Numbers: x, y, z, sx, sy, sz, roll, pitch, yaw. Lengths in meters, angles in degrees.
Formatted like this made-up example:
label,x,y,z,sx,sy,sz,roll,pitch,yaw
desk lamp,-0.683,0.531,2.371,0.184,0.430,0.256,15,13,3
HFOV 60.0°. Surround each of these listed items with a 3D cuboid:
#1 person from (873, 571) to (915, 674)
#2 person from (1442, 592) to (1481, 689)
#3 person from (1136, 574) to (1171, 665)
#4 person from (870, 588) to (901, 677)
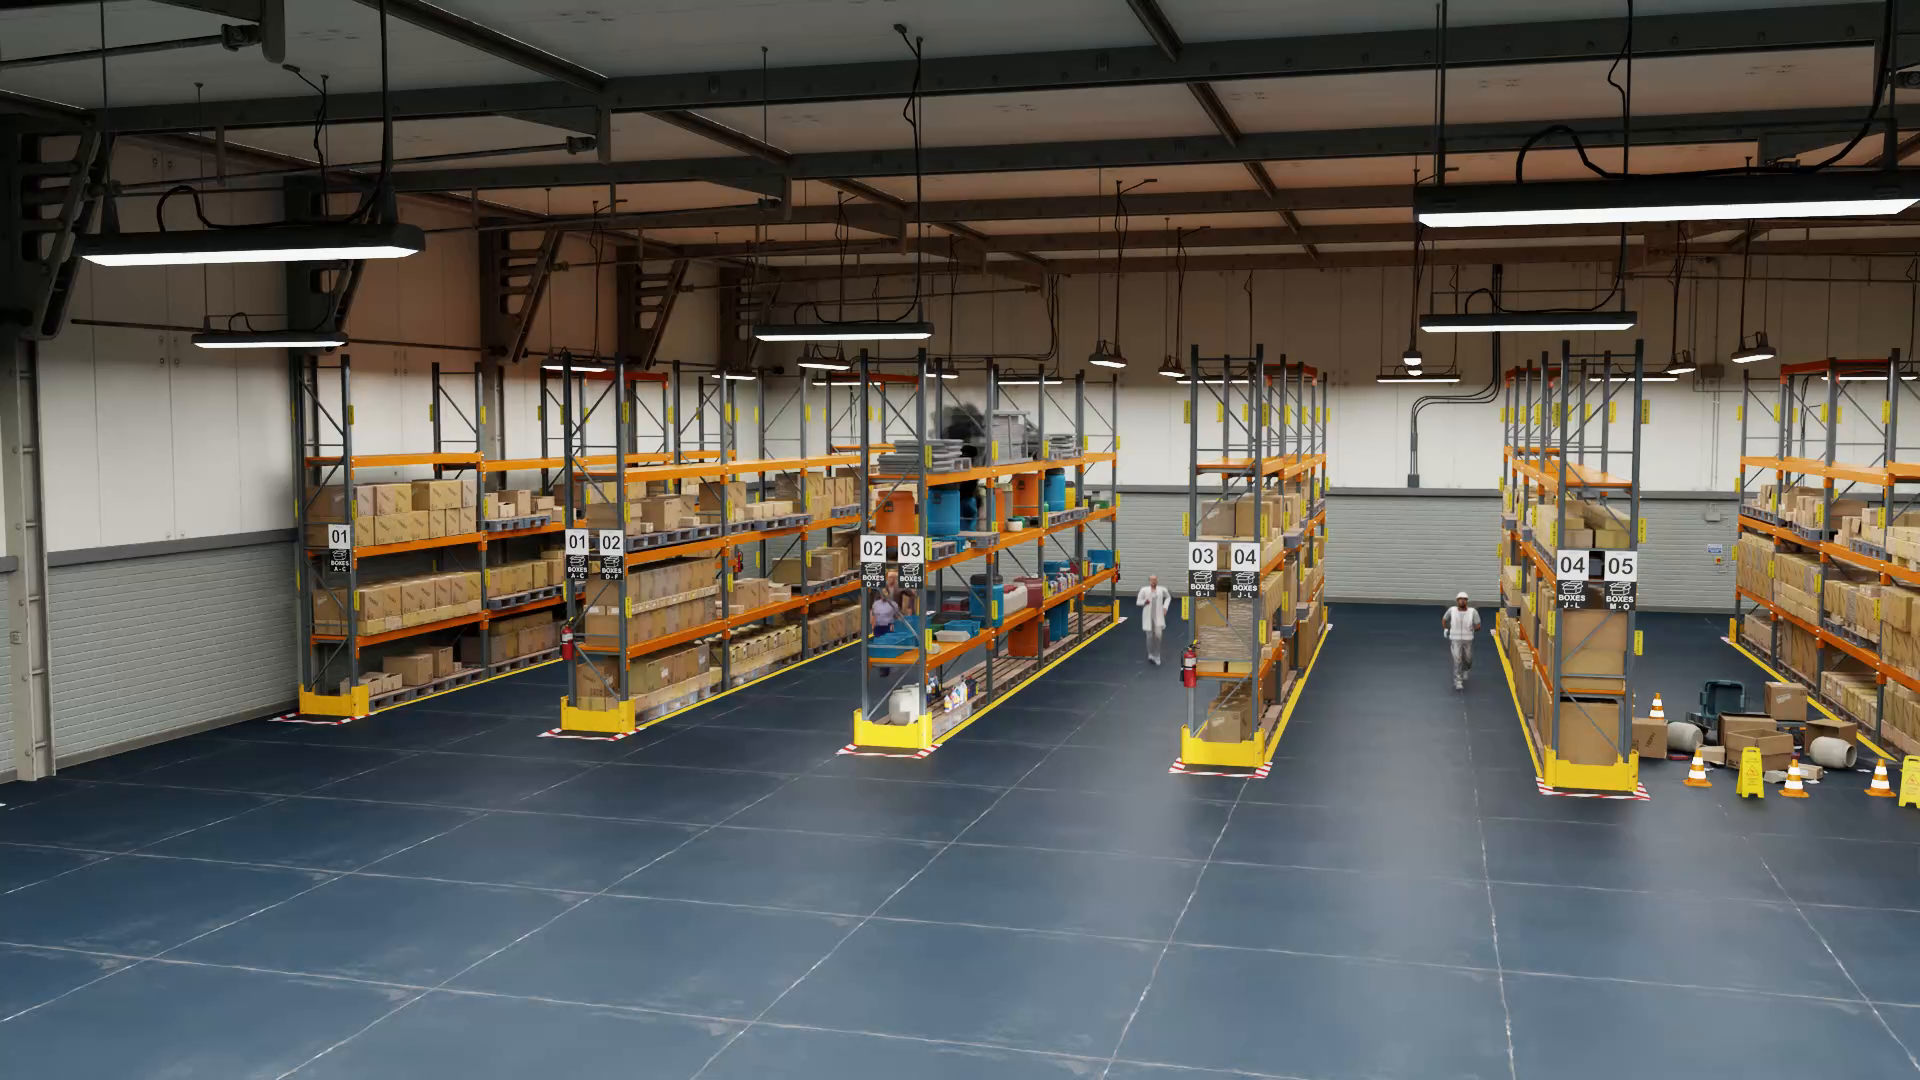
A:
label,x,y,z,sx,sy,sz,roll,pitch,yaw
person,-1.257,1.536,31.066,0.740,1.911,0.791,1,5,18
person,9.209,1.835,30.549,0.698,1.757,0.886,1,4,14
person,3.902,1.608,33.542,0.688,1.834,0.784,1,4,7
person,-1.353,1.662,30.035,0.596,1.620,0.499,1,4,13
